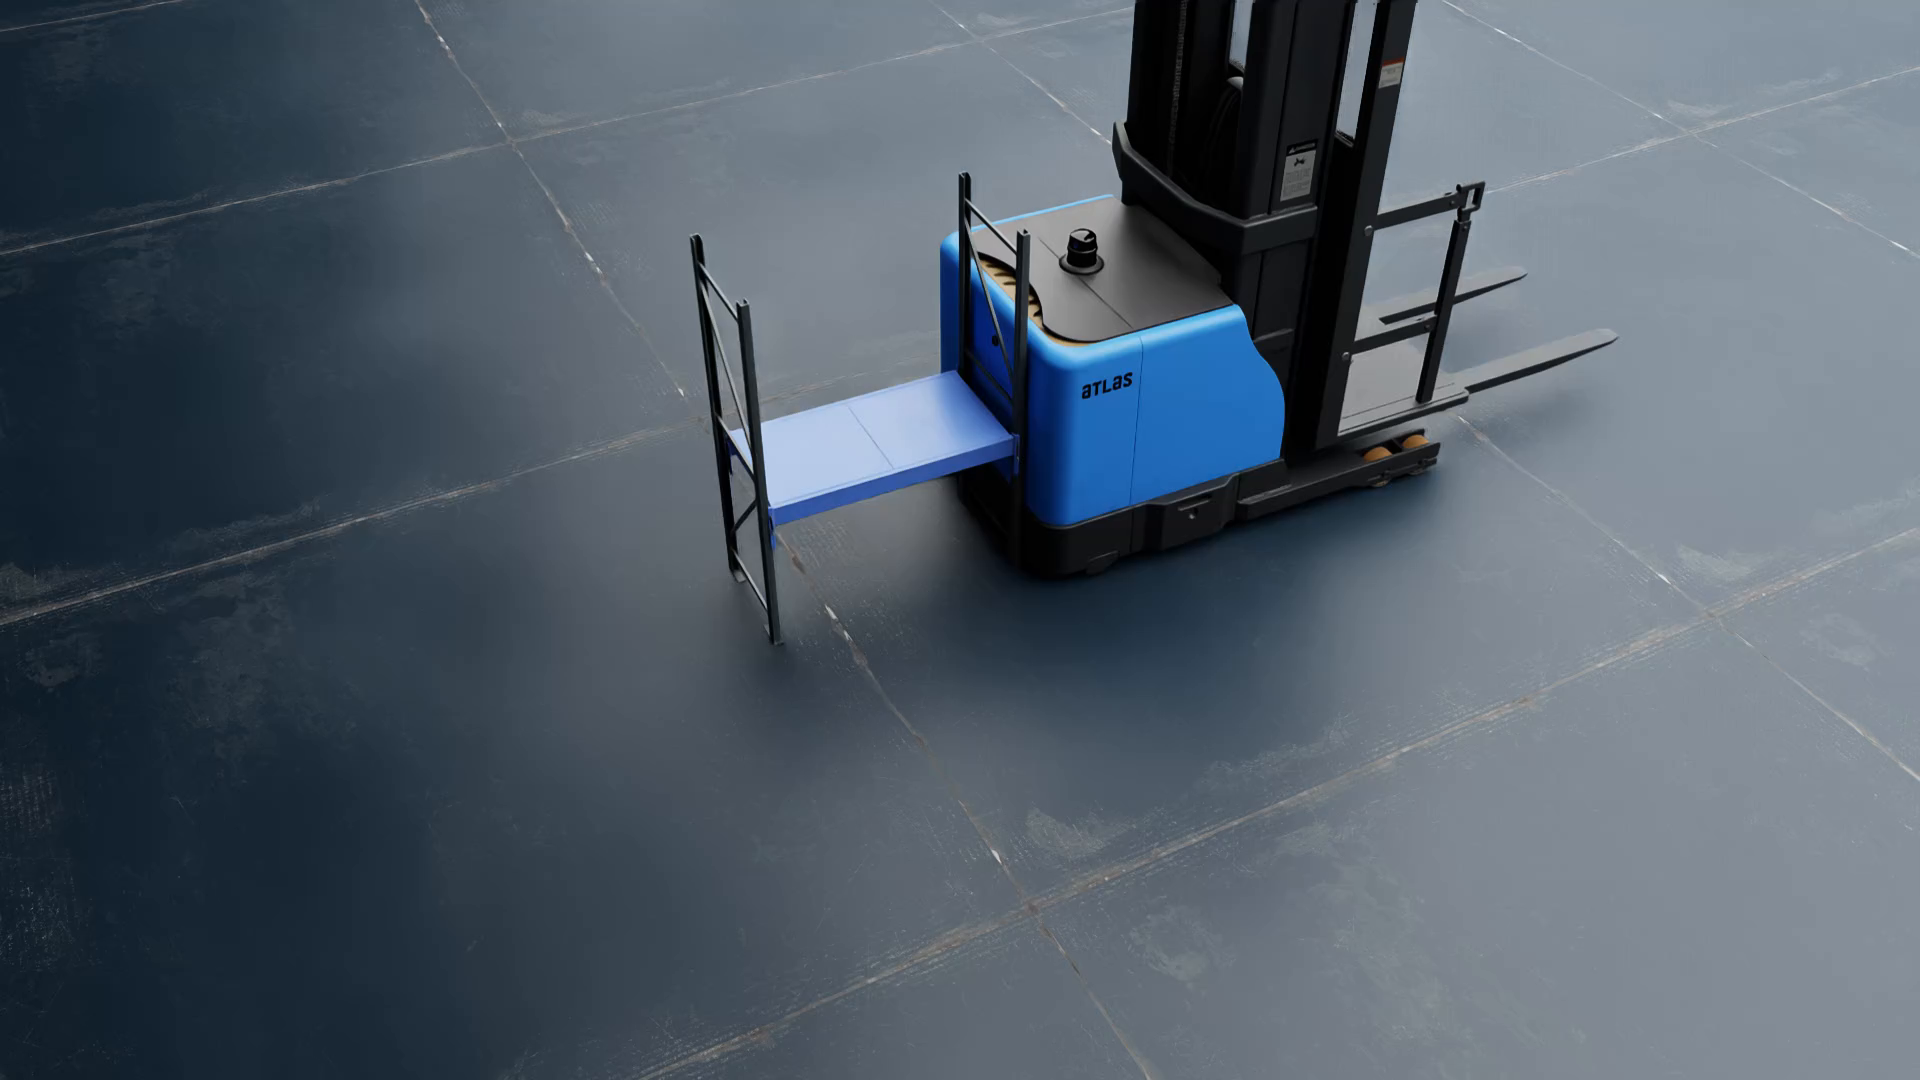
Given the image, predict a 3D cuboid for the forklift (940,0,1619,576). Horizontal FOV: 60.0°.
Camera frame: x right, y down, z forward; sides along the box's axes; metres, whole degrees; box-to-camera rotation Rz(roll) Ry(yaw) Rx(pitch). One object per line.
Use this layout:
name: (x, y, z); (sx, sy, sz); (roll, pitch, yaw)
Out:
forklift: (1.462, -1.633, 6.410); (3.031, 2.935, 1.130); (-17, 43, -20)

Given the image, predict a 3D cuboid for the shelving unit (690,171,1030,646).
shelving unit: (-0.340, -0.467, 6.141); (1.048, 1.500, 0.538); (-17, 43, -20)

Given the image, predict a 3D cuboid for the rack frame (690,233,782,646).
rack frame: (-0.797, -0.323, 5.971); (0.032, 1.500, 0.500); (-17, 43, -20)

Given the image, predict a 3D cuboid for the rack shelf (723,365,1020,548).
rack shelf: (-0.340, -0.330, 6.257); (1.000, 0.185, 0.538); (-17, 43, -20)

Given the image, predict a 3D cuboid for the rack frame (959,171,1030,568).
rack frame: (0.117, -0.611, 6.310); (0.032, 1.500, 0.500); (-17, 43, -20)
